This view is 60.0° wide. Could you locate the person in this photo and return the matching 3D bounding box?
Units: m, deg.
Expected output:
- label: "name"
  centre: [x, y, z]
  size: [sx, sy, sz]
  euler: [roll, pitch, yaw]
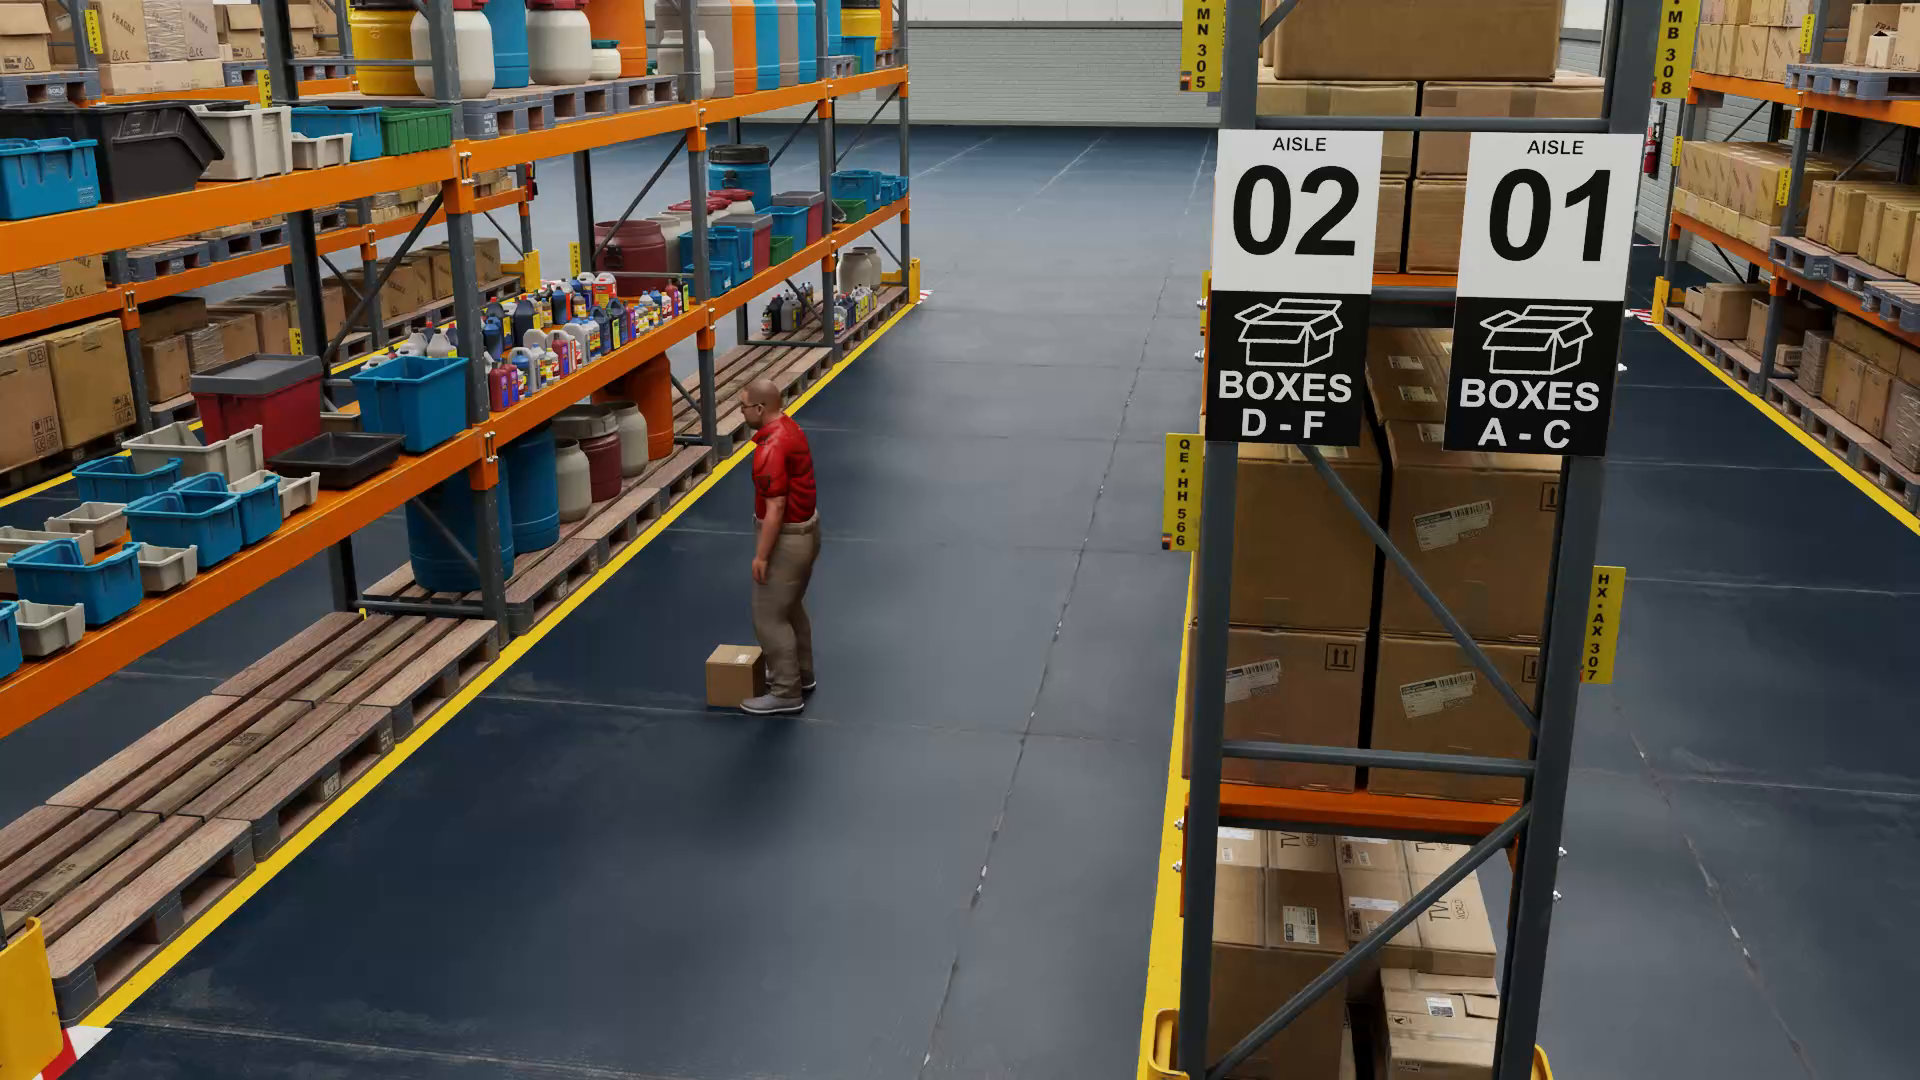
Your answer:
- label: "person"
  centre: [-0.926, 0.023, 8.505]
  size: [0.396, 1.726, 0.586]
  euler: [3, 18, 9]
